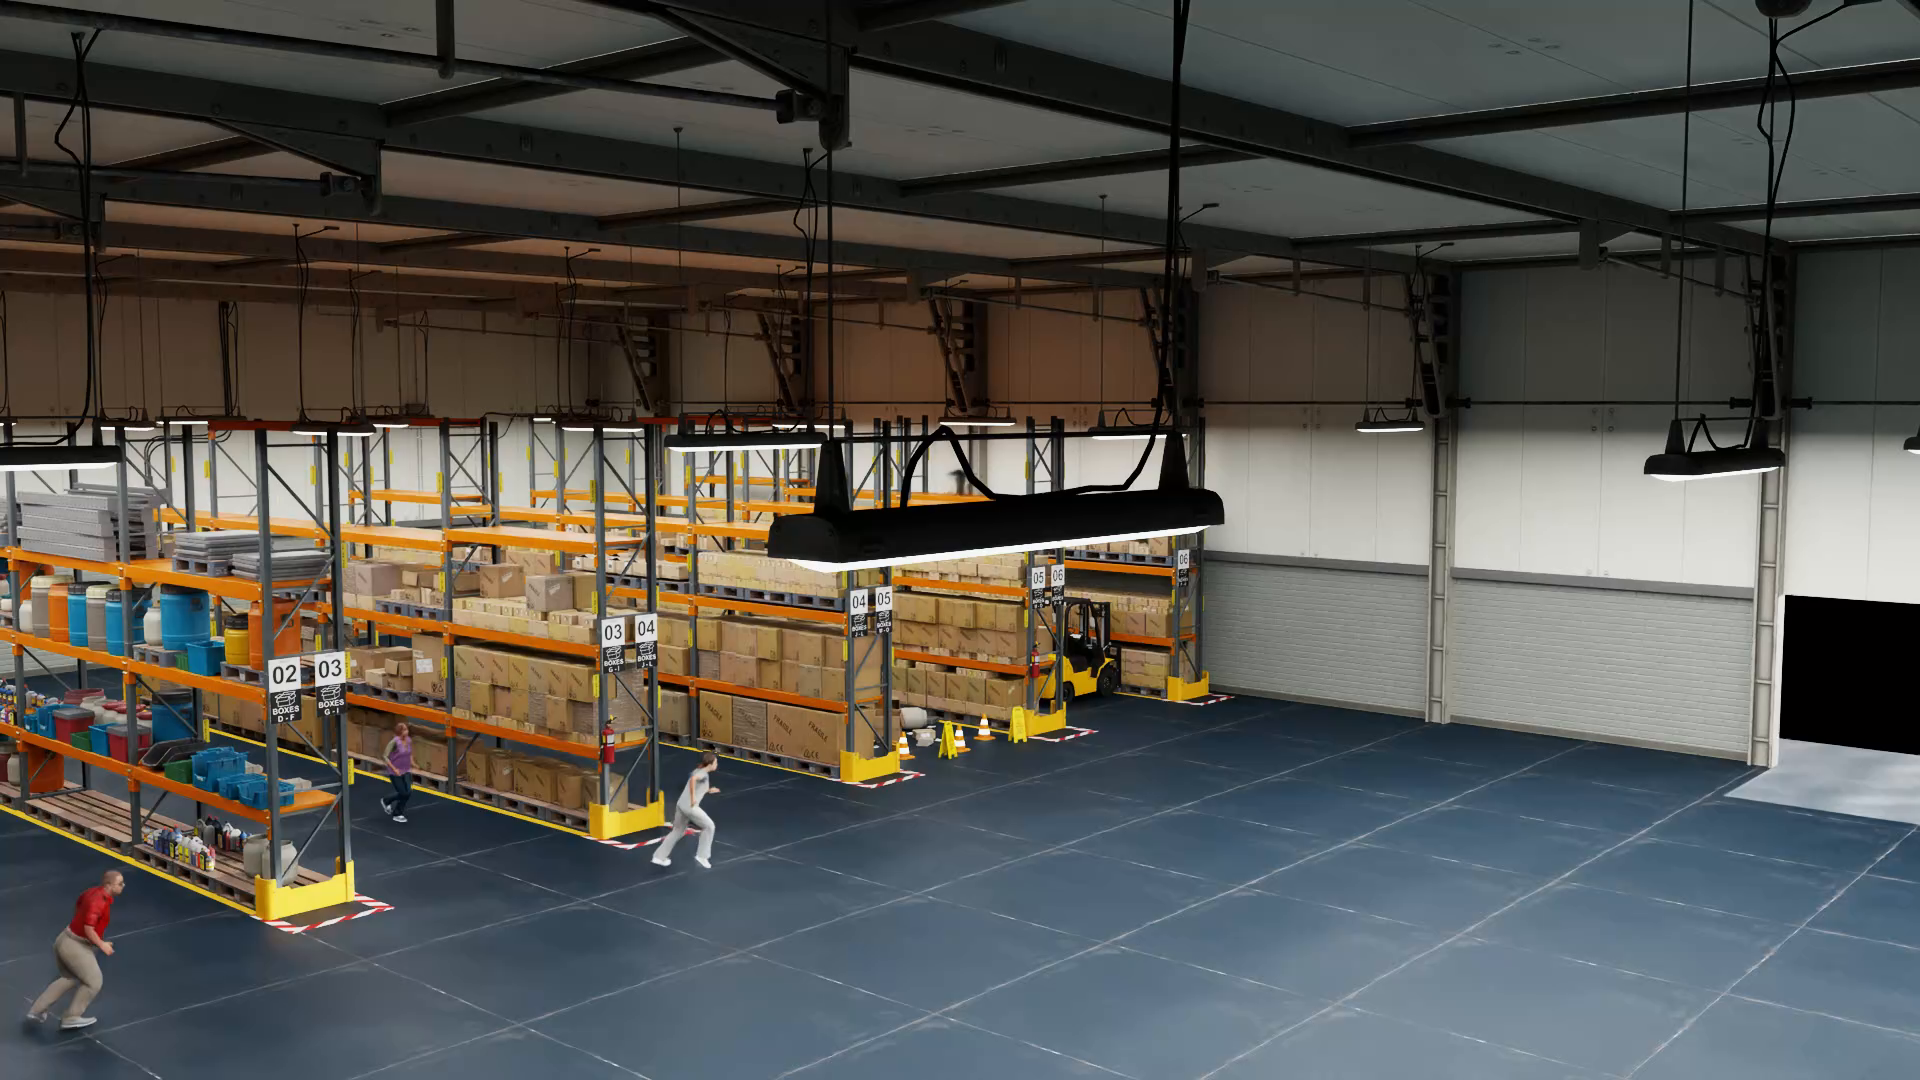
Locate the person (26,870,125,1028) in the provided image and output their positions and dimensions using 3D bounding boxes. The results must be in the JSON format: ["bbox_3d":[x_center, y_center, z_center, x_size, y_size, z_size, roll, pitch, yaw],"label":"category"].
[{"bbox_3d":[-8.943,4.153,16.824,0.887,1.571,0.689,-4,6,-39],"label":"person"}]

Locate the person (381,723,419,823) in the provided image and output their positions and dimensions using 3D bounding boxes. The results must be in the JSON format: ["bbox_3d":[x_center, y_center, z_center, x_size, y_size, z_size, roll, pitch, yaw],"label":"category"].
[{"bbox_3d":[-8.480,3.494,25.050,0.581,1.526,0.539,3,6,31],"label":"person"}]

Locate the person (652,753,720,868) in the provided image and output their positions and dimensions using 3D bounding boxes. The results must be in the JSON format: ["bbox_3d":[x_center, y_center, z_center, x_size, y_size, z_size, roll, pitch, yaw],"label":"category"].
[{"bbox_3d":[-3.697,3.702,22.474,0.955,1.616,0.610,-2,5,-21],"label":"person"}]
